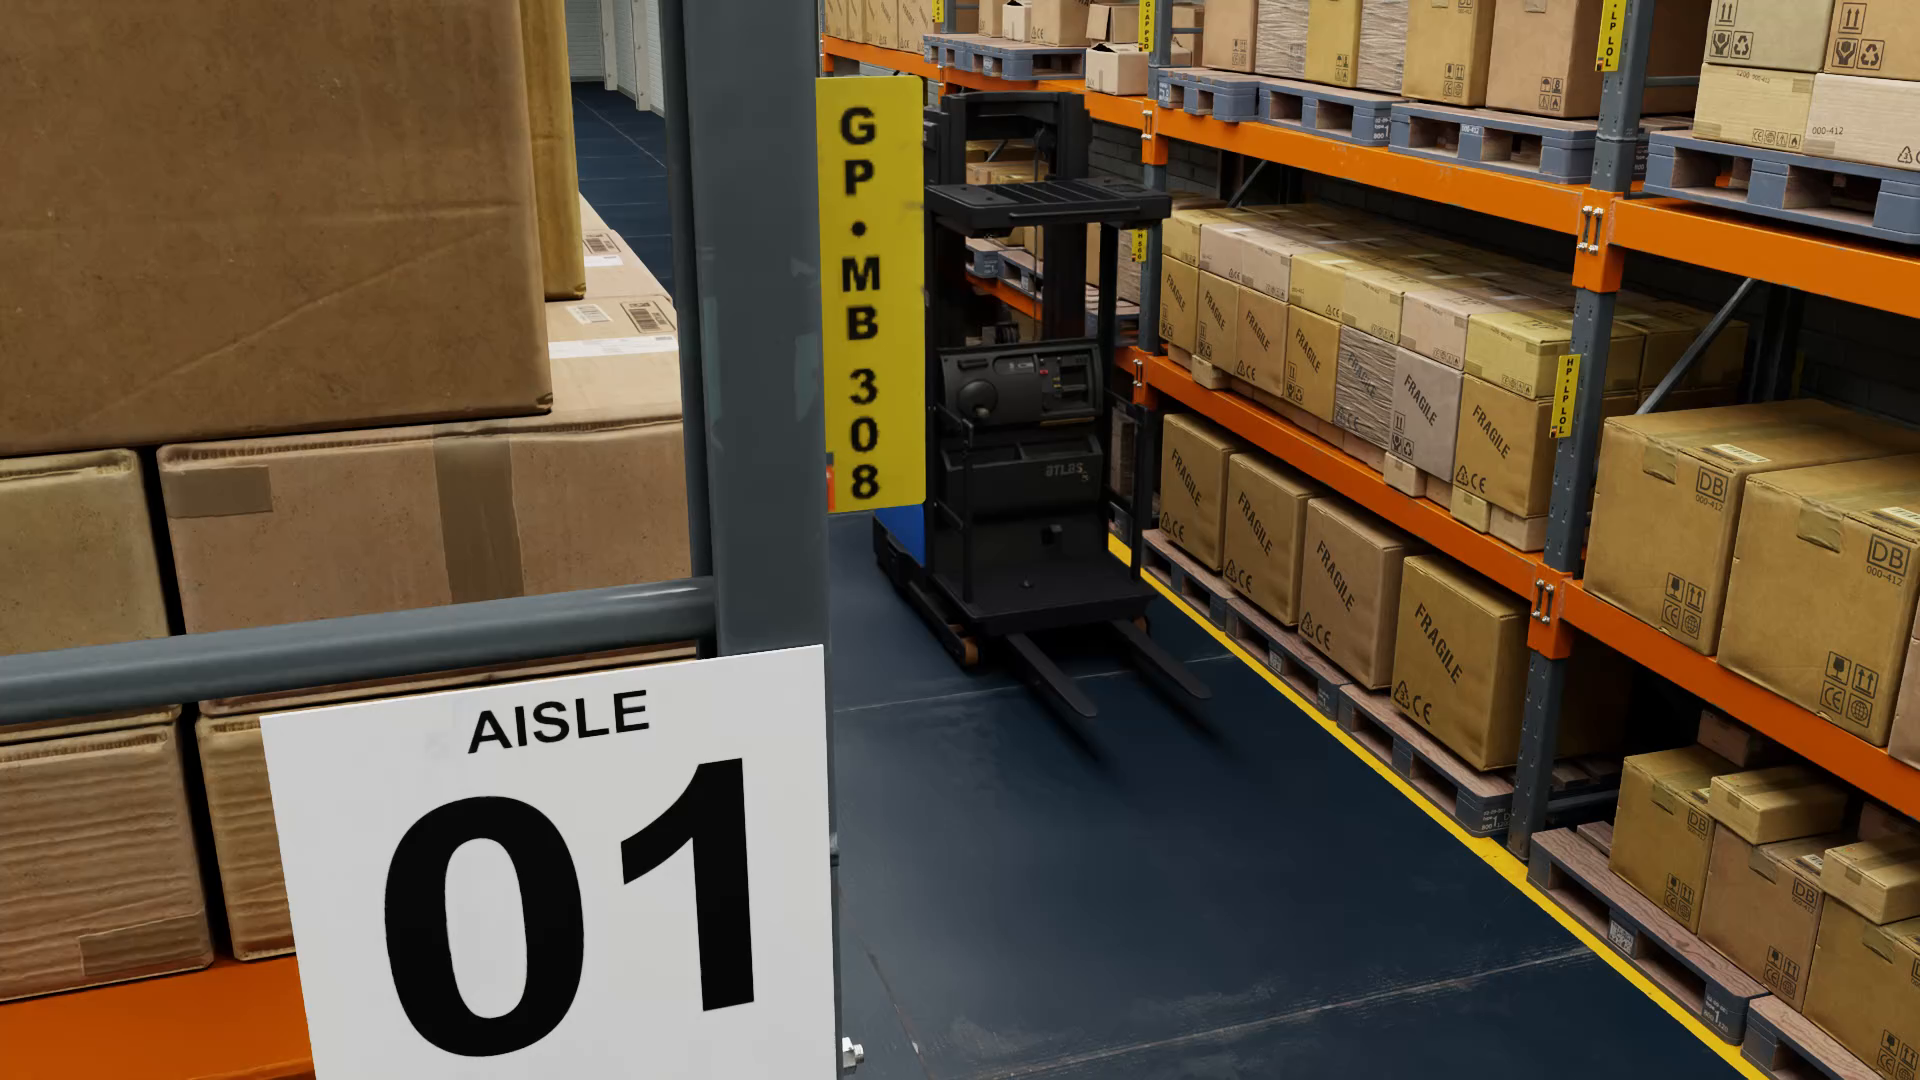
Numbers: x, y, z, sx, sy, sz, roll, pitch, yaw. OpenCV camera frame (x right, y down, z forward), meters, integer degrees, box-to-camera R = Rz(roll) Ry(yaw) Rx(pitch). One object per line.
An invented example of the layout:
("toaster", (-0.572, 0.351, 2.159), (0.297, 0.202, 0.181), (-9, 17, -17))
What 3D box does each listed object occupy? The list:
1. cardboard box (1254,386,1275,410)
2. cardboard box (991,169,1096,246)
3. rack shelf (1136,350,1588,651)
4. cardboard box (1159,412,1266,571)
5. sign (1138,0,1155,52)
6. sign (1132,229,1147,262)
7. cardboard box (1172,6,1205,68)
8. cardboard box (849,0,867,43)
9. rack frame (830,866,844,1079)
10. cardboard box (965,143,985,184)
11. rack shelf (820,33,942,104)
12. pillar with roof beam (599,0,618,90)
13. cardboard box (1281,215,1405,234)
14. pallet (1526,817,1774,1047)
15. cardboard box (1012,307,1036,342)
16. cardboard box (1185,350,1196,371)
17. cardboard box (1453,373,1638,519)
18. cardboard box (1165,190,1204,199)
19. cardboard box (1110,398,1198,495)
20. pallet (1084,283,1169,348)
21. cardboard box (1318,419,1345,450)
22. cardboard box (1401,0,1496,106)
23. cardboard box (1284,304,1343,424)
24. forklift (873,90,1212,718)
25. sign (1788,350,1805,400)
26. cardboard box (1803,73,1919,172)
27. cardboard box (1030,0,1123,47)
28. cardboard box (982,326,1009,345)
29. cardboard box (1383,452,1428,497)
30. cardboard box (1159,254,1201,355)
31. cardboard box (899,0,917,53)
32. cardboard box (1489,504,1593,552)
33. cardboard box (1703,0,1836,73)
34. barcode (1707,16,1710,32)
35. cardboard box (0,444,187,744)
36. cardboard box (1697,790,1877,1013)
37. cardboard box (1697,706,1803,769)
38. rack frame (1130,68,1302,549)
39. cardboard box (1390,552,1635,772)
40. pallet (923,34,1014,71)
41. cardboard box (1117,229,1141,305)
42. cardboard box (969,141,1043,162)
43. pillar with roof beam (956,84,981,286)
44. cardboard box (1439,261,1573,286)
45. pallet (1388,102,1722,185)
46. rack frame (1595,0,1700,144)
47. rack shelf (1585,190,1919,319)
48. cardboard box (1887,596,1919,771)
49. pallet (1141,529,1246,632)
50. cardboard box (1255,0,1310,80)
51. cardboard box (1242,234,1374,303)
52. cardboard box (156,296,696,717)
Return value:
("cardboard box", (1.840, -0.826, 9.122), (0.380, 0.149, 0.250), (-6, 21, -16))
("cardboard box", (0.636, -2.582, 12.869), (0.700, 0.500, 0.500), (-4, 20, -12))
("rack shelf", (2.225, -0.411, 8.688), (1.077, 0.370, 4.000), (-6, 21, -17))
("cardboard box", (1.703, -0.327, 9.950), (0.750, 0.750, 0.750), (-7, 21, -18))
("sign", (1.081, -2.989, 9.600), (0.100, 0.325, 0.005), (-6, 21, -17))
("sign", (1.085, -1.838, 10.002), (0.100, 0.325, 0.005), (-6, 21, -17))
("cardboard box", (1.589, -3.115, 10.537), (0.500, 0.500, 0.500), (-6, 21, -17))
("cardboard box", (-0.748, -4.951, 15.647), (0.500, 0.500, 0.500), (-5, 20, -15))
("rack frame", (-0.590, 1.703, 1.737), (1.000, 3.000, 0.127), (-6, 21, -17))
("cardboard box", (-0.103, -3.086, 14.153), (0.500, 0.500, 0.500), (-6, 21, -17))
("rack shelf", (-0.289, -4.390, 15.328), (1.077, 0.370, 4.000), (-6, 21, -17))
("pillar with roof beam", (-13.393, -15.819, 41.647), (9.100, 9.000, 0.400), (-6, 21, -17))
("cardboard box", (2.145, -1.656, 9.364), (0.500, 0.250, 0.500), (-7, 21, -19))
("pallet", (3.019, 1.457, 6.548), (1.003, 0.211, 1.213), (-6, 21, -17))
("cardboard box", (0.728, -1.683, 13.103), (0.500, 0.250, 0.500), (-7, 21, -18))
("cardboard box", (1.551, -1.071, 9.802), (0.380, 0.149, 0.250), (-6, 21, -16))
("cardboard box", (2.470, -0.426, 7.047), (0.500, 0.500, 0.500), (-7, 21, -18))
("cardboard box", (1.345, -2.160, 10.735), (0.380, 0.149, 0.250), (-10, 22, -26))
("cardboard box", (1.321, -0.648, 11.329), (0.700, 0.500, 0.500), (-6, 21, -16))
("pallet", (1.272, -1.519, 10.991), (1.213, 0.211, 1.003), (-6, 21, -17))
("cardboard box", (2.049, -0.576, 8.426), (0.380, 0.149, 0.250), (-6, 21, -15))
("cardboard box", (2.445, -2.239, 7.478), (0.700, 0.500, 0.500), (-7, 21, -18))
("cardboard box", (1.988, -0.910, 8.396), (0.500, 0.500, 0.500), (-6, 21, -16))
("forklift", (0.418, -0.847, 8.938), (1.130, 2.935, 3.031), (-7, 21, -18))
("sign", (3.380, -0.612, 6.785), (0.100, 0.325, 0.005), (-6, 21, -17))
("cardboard box", (2.968, -1.279, 5.055), (0.500, 0.250, 0.500), (-7, 21, -18))
("cardboard box", (0.823, -3.752, 11.718), (0.500, 0.500, 0.500), (-7, 21, -19))
("cardboard box", (0.587, -1.471, 13.622), (0.700, 0.500, 0.500), (-6, 21, -15))
("cardboard box", (2.200, -0.322, 7.719), (0.380, 0.149, 0.250), (-6, 21, -17))
("cardboard box", (1.507, -1.405, 9.773), (0.500, 0.500, 0.500), (-6, 21, -16))
("cardboard box", (-0.201, -4.443, 14.233), (0.500, 0.500, 0.500), (-8, 21, -22))
("cardboard box", (2.479, -0.077, 7.037), (0.380, 0.149, 0.250), (-6, 21, -17))
("cardboard box", (2.812, -1.788, 5.363), (0.500, 0.500, 0.500), (-7, 21, -18))
("barcode", (3.007, -2.055, 6.638), (0.001, 0.075, 0.075), (-5, 20, -12))
("cardboard box", (-0.994, -0.011, 1.554), (0.500, 0.250, 0.500), (-6, 21, -17))
("cardboard box", (3.147, 1.283, 5.983), (0.700, 0.500, 0.500), (-7, 21, -18))
("cardboard box", (3.135, 0.749, 6.511), (0.380, 0.149, 0.250), (-7, 21, -18))
("rack frame", (1.597, -1.391, 10.353), (1.000, 3.000, 0.127), (-6, 21, -17))
("cardboard box", (2.526, 0.511, 7.614), (0.750, 0.750, 0.750), (-6, 21, -17))
("pallet", (0.432, -3.789, 12.868), (1.213, 0.211, 1.003), (-6, 21, -17))
("cardboard box", (1.440, -1.795, 10.679), (0.700, 0.500, 0.500), (-9, 22, -24))
("cardboard box", (0.390, -3.140, 14.304), (0.500, 0.500, 0.500), (-7, 21, -18))
("pillar with roof beam", (-3.963, -6.192, 14.844), (9.100, 9.000, 0.400), (-6, 21, -17))
("cardboard box", (2.624, -1.160, 7.982), (0.500, 0.250, 0.500), (-7, 21, -19))
("pallet", (2.519, -1.718, 7.109), (0.805, 0.209, 1.217), (-7, 21, -19))
("rack frame", (2.854, -2.931, 5.765), (1.000, 3.000, 0.127), (-6, 21, -17))
("rack shelf", (3.483, -0.539, 4.607), (1.077, 0.370, 4.000), (-6, 21, -17))
("cardboard box", (3.471, 0.394, 4.938), (0.980, 0.700, 0.700), (-7, 21, -20))
("pallet", (1.773, 0.182, 10.098), (1.003, 0.211, 1.213), (-6, 21, -17))
("cardboard box", (2.020, -2.743, 8.881), (0.700, 0.500, 0.500), (-8, 21, -20))
("cardboard box", (1.825, -1.435, 8.748), (0.500, 0.250, 0.500), (-6, 21, -17))
("cardboard box", (-0.505, -0.066, 1.707), (0.500, 0.250, 0.500), (-6, 21, -17))
